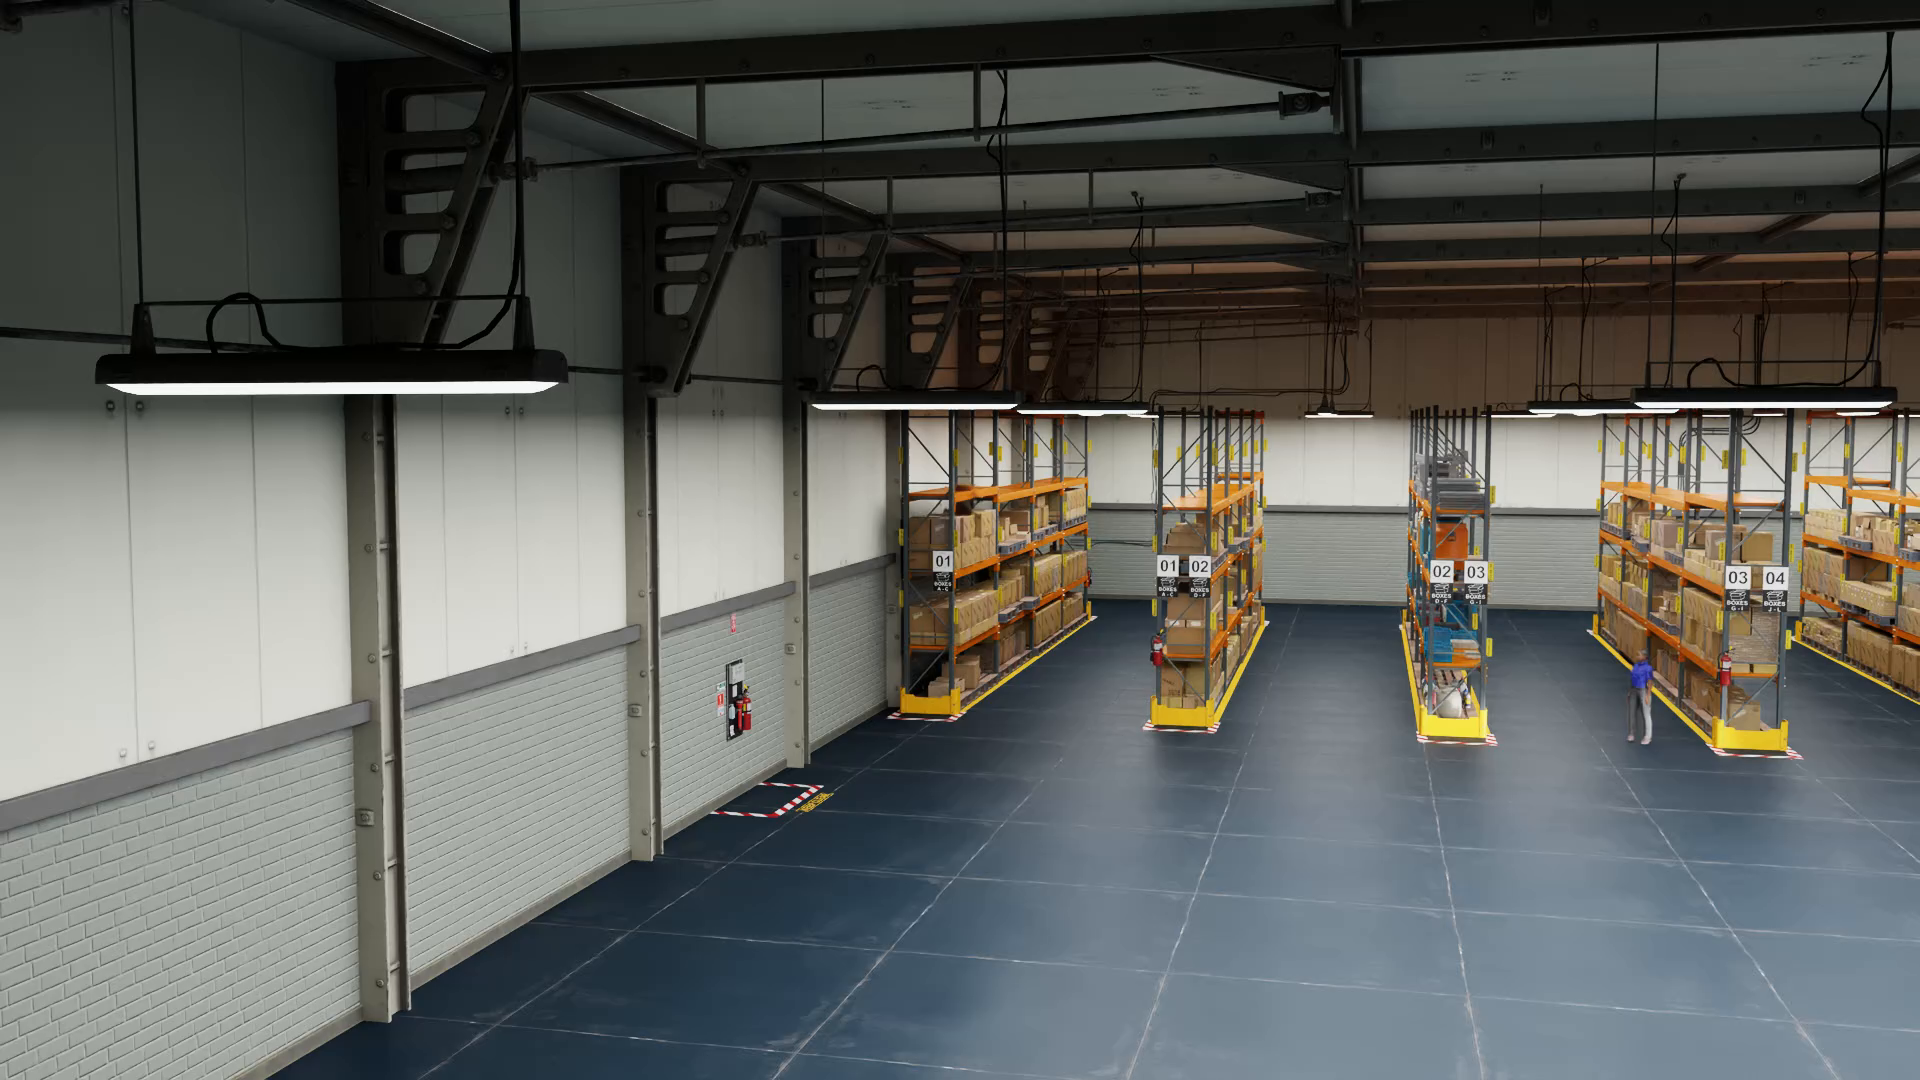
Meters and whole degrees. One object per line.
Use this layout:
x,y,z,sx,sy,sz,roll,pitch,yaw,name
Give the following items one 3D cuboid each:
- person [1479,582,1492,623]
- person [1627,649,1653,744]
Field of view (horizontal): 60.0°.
14.745,1.475,47.203,0.680,1.719,1.039,1,4,15,person
12.107,2.800,29.614,0.336,1.593,0.479,-2,5,-31,person
